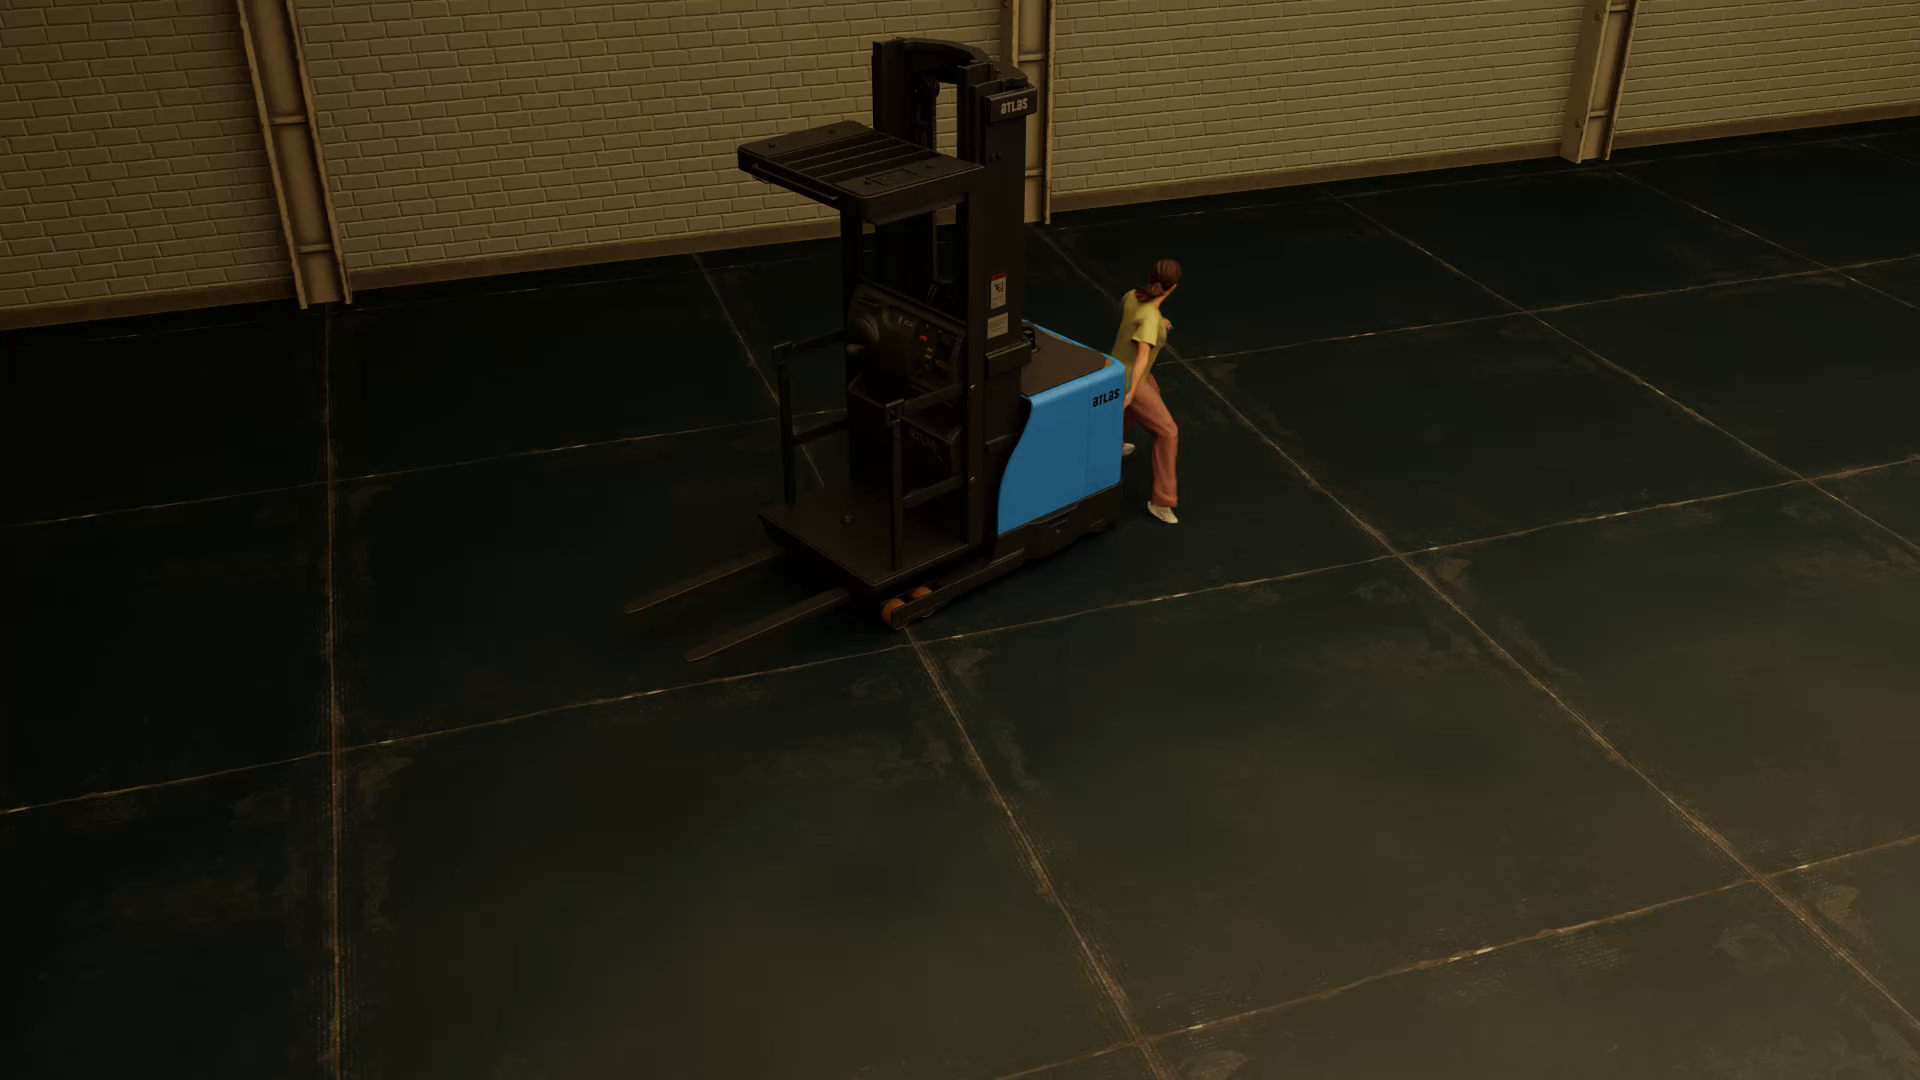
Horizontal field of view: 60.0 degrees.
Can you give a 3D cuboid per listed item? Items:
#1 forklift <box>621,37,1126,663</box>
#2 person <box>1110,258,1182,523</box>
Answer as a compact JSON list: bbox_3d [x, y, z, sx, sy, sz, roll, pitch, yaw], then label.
[{"bbox_3d":[-0.461,-1.072,8.951,3.031,2.935,1.130,-23,37,-34],"label":"forklift"},{"bbox_3d":[1.119,-0.950,10.255,0.521,1.615,1.010,-1,30,-1],"label":"person"}]
